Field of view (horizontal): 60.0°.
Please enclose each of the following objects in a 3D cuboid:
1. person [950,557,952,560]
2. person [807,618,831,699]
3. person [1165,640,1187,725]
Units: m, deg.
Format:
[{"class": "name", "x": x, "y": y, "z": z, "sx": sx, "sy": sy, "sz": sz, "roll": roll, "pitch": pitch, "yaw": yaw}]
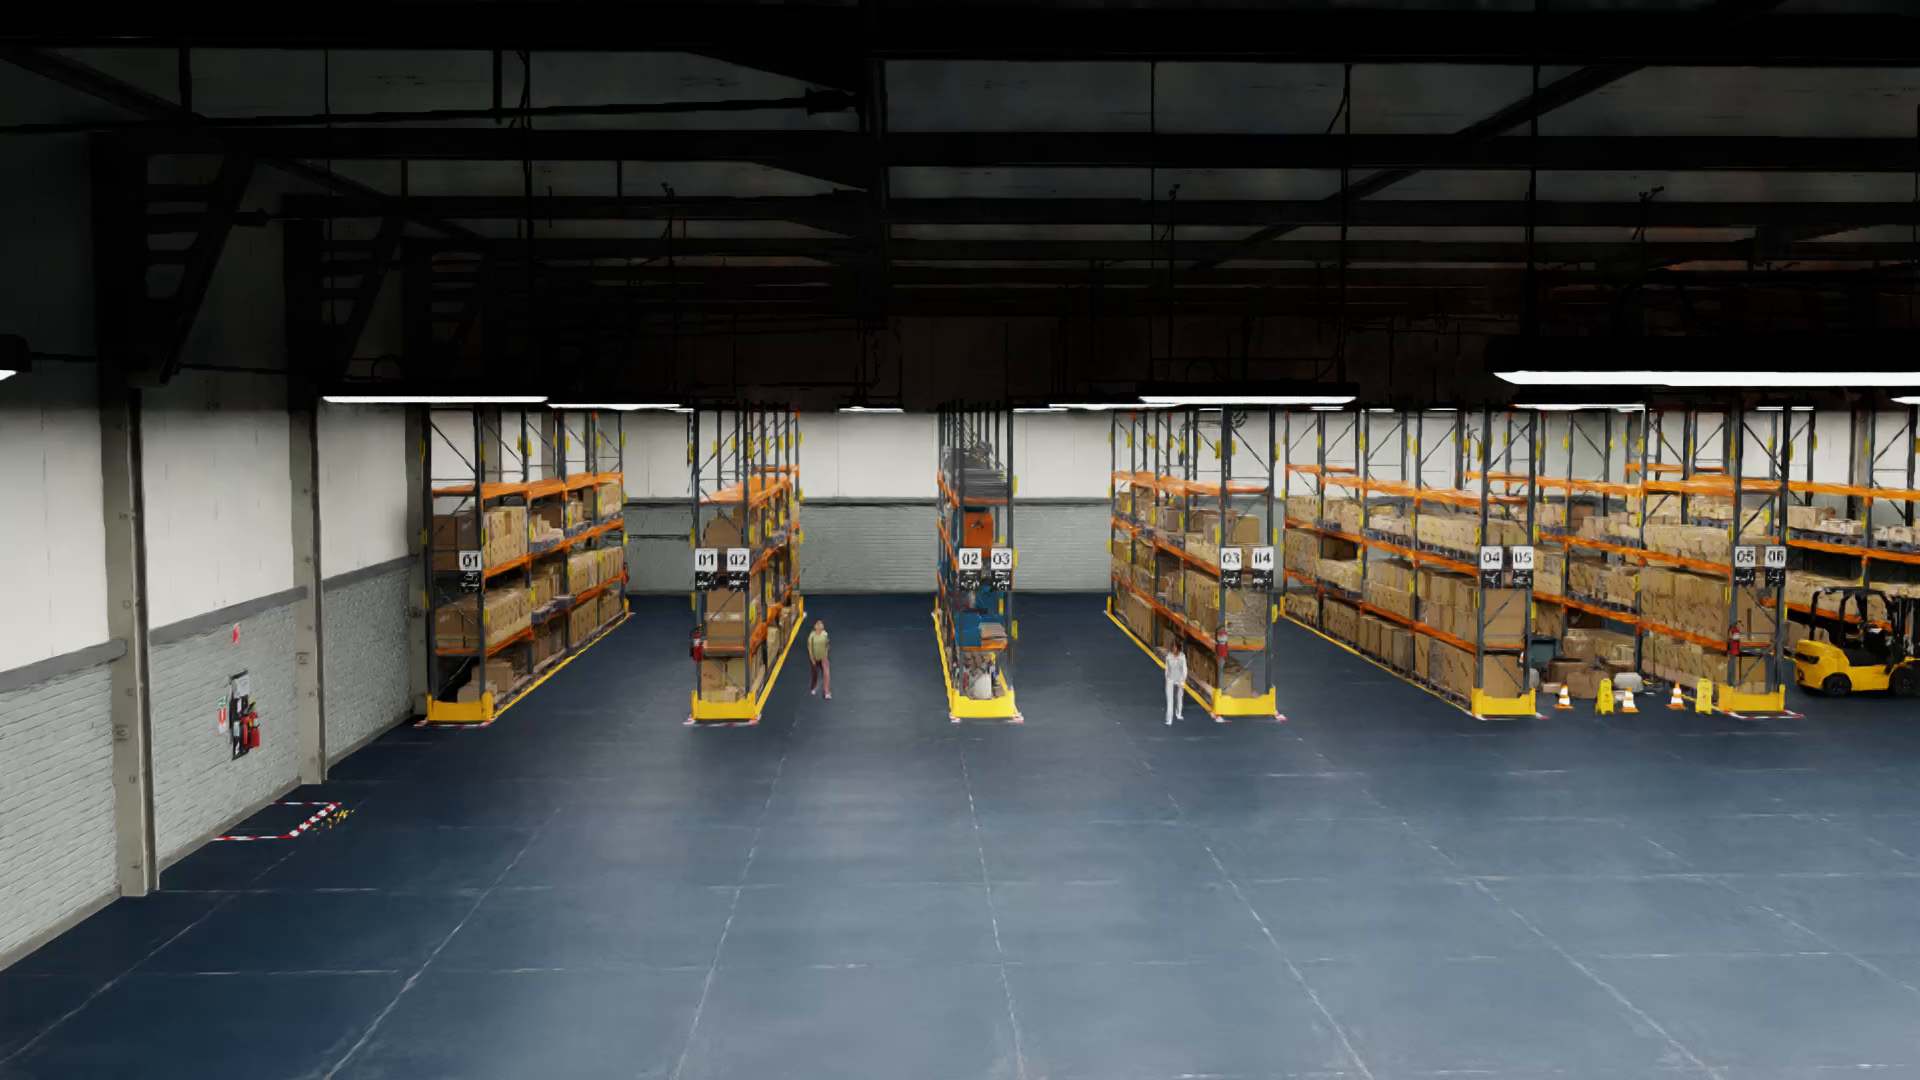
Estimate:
[{"class": "person", "x": -0.122, "y": 1.104, "z": 49.355, "sx": 0.616, "sy": 1.760, "sz": 0.572, "roll": -3, "pitch": 6, "yaw": -38}, {"class": "person", "x": -2.848, "y": 2.368, "z": 33.442, "sx": 0.446, "sy": 1.604, "sz": 1.018, "roll": -1, "pitch": 4, "yaw": -11}, {"class": "person", "x": 3.991, "y": 2.611, "z": 30.721, "sx": 0.408, "sy": 1.533, "sz": 0.961, "roll": 1, "pitch": 4, "yaw": 7}]
